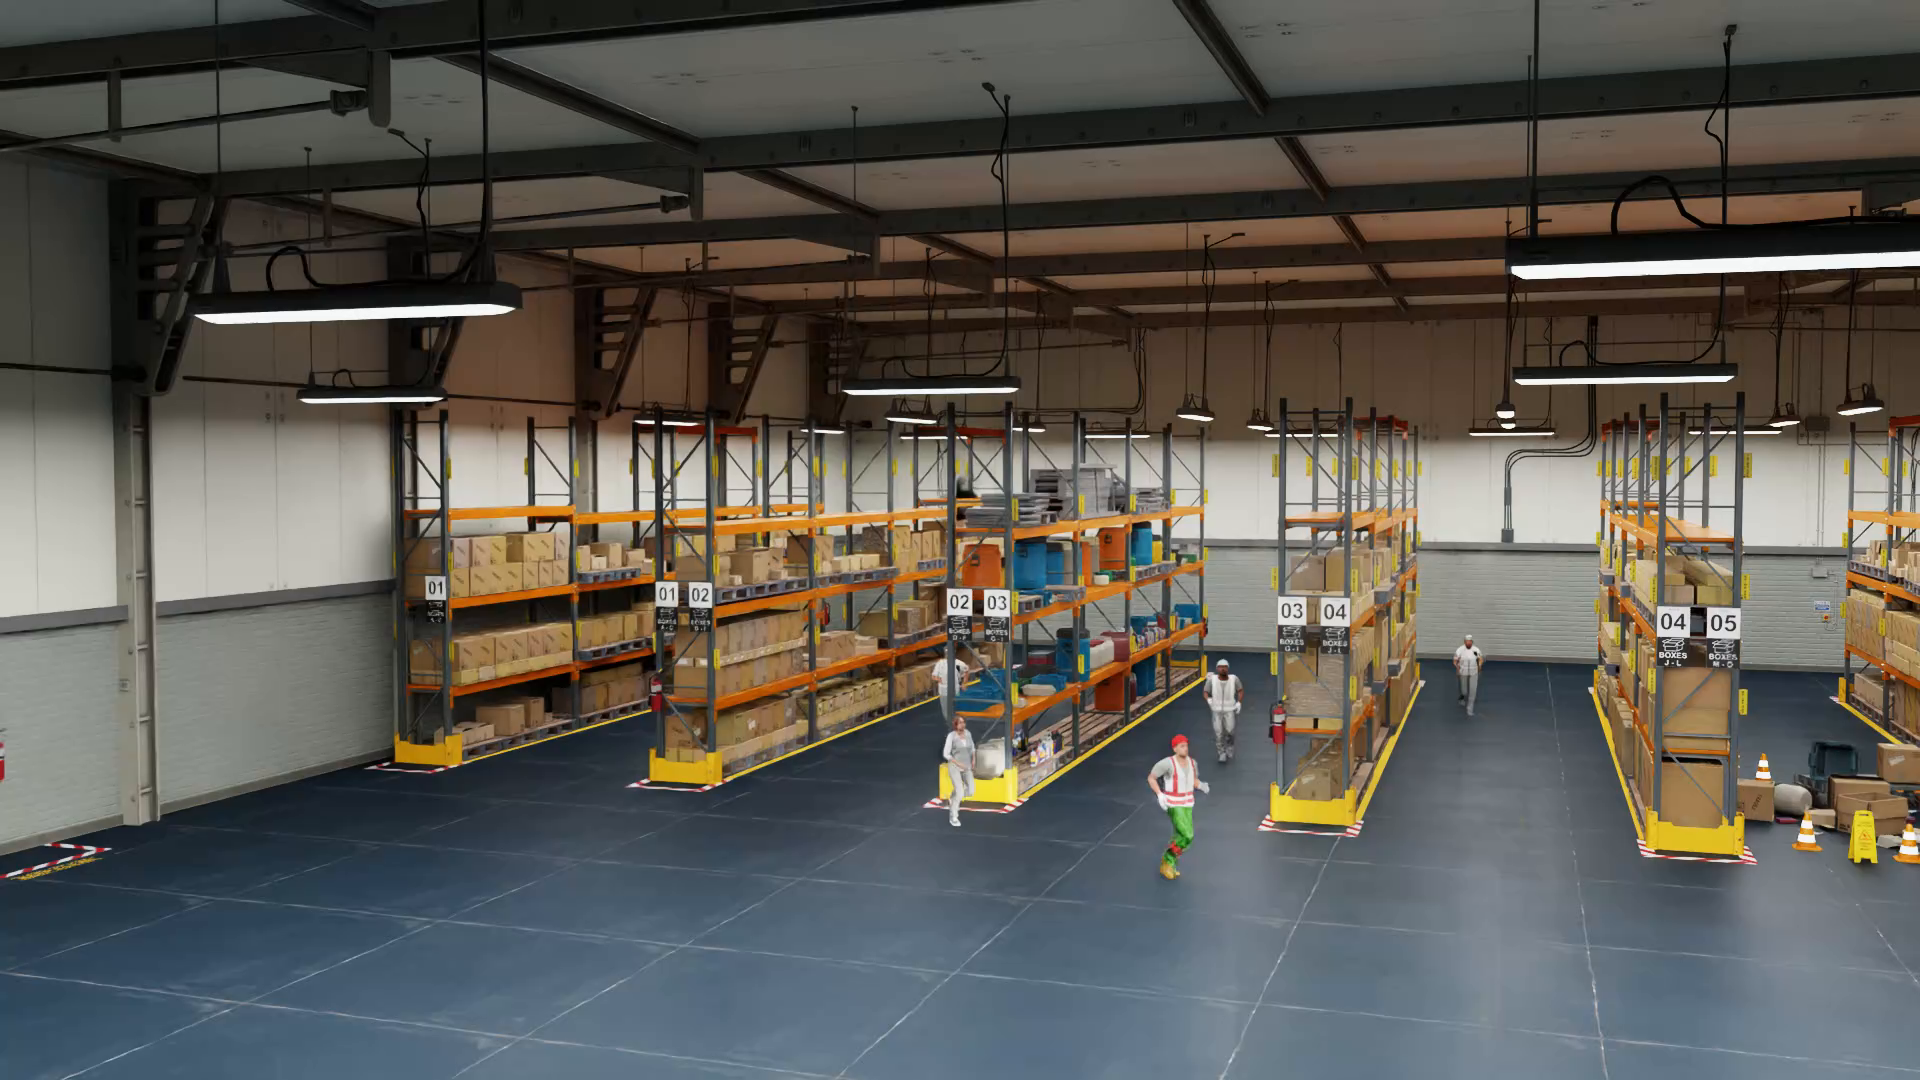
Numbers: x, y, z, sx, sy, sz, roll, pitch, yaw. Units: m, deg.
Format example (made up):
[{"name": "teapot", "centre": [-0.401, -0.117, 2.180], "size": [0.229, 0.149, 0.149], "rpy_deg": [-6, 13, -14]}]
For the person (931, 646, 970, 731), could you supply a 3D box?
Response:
[{"name": "person", "centre": [-0.193, 2.811, 30.167], "size": [0.650, 1.817, 0.895], "rpy_deg": [1, 3, 14]}]

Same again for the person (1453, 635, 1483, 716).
[{"name": "person", "centre": [10.374, 2.739, 33.958], "size": [0.597, 1.634, 0.754], "rpy_deg": [0, 2, 11]}]

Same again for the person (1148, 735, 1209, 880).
[{"name": "person", "centre": [2.711, 3.246, 20.215], "size": [0.603, 1.763, 0.657], "rpy_deg": [-2, 3, -38]}]

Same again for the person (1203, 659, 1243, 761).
[{"name": "person", "centre": [4.470, 2.905, 28.321], "size": [0.681, 1.741, 0.571], "rpy_deg": [1, 2, 12]}]

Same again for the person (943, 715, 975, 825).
[{"name": "person", "centre": [0.018, 3.233, 23.348], "size": [0.578, 1.552, 0.600], "rpy_deg": [-2, 3, -32]}]
